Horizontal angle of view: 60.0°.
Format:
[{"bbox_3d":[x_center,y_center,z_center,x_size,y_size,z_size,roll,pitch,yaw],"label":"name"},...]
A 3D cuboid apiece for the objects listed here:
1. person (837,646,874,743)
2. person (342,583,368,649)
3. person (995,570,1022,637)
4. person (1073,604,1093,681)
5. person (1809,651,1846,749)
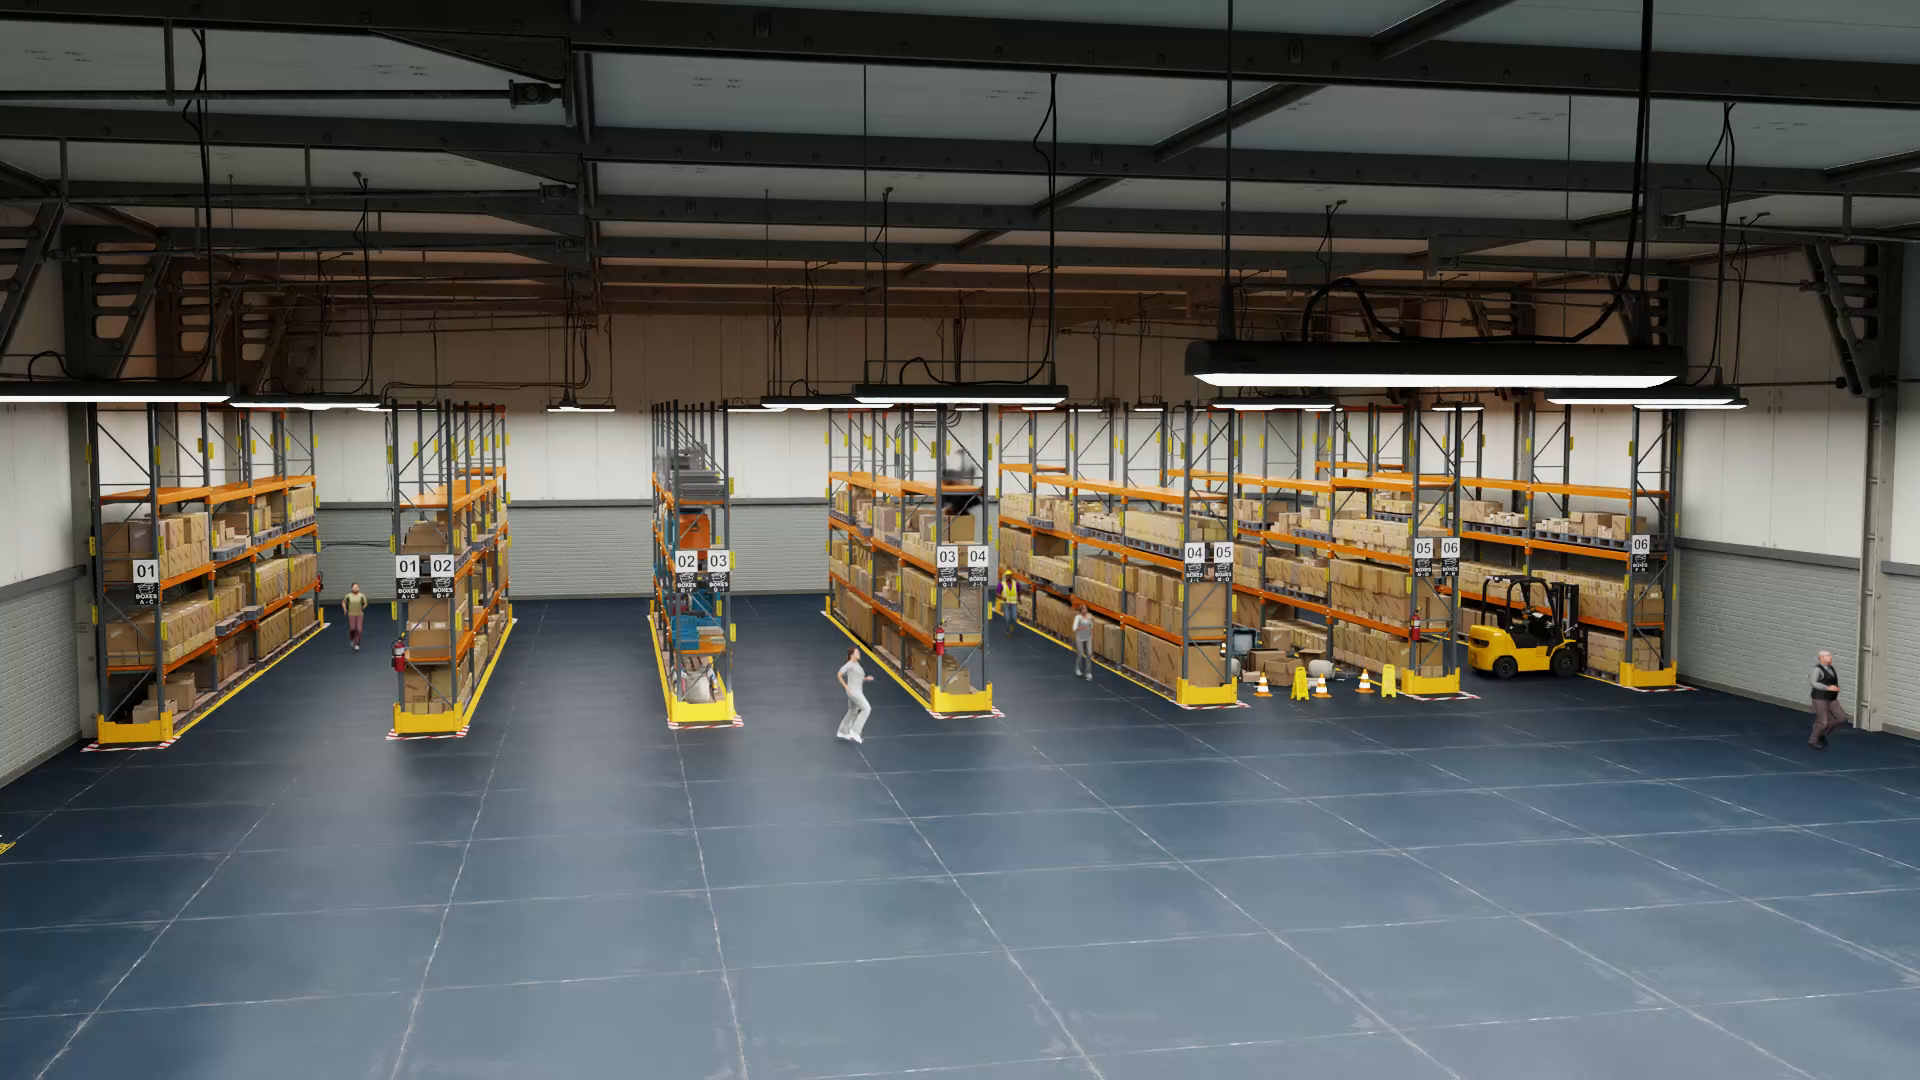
[{"bbox_3d":[-1.836,2.711,29.085,0.694,1.649,0.533,1,4,10],"label":"person"},{"bbox_3d":[-14.702,1.854,40.454,0.568,1.629,0.549,-2,5,-24],"label":"person"},{"bbox_3d":[1.268,1.641,42.802,0.700,1.723,0.582,-1,4,-11],"label":"person"},{"bbox_3d":[2.674,2.203,36.033,0.520,1.621,0.706,-1,4,-13],"label":"person"},{"bbox_3d":[14.776,2.730,28.344,0.711,1.690,0.583,-2,5,-28],"label":"person"}]
